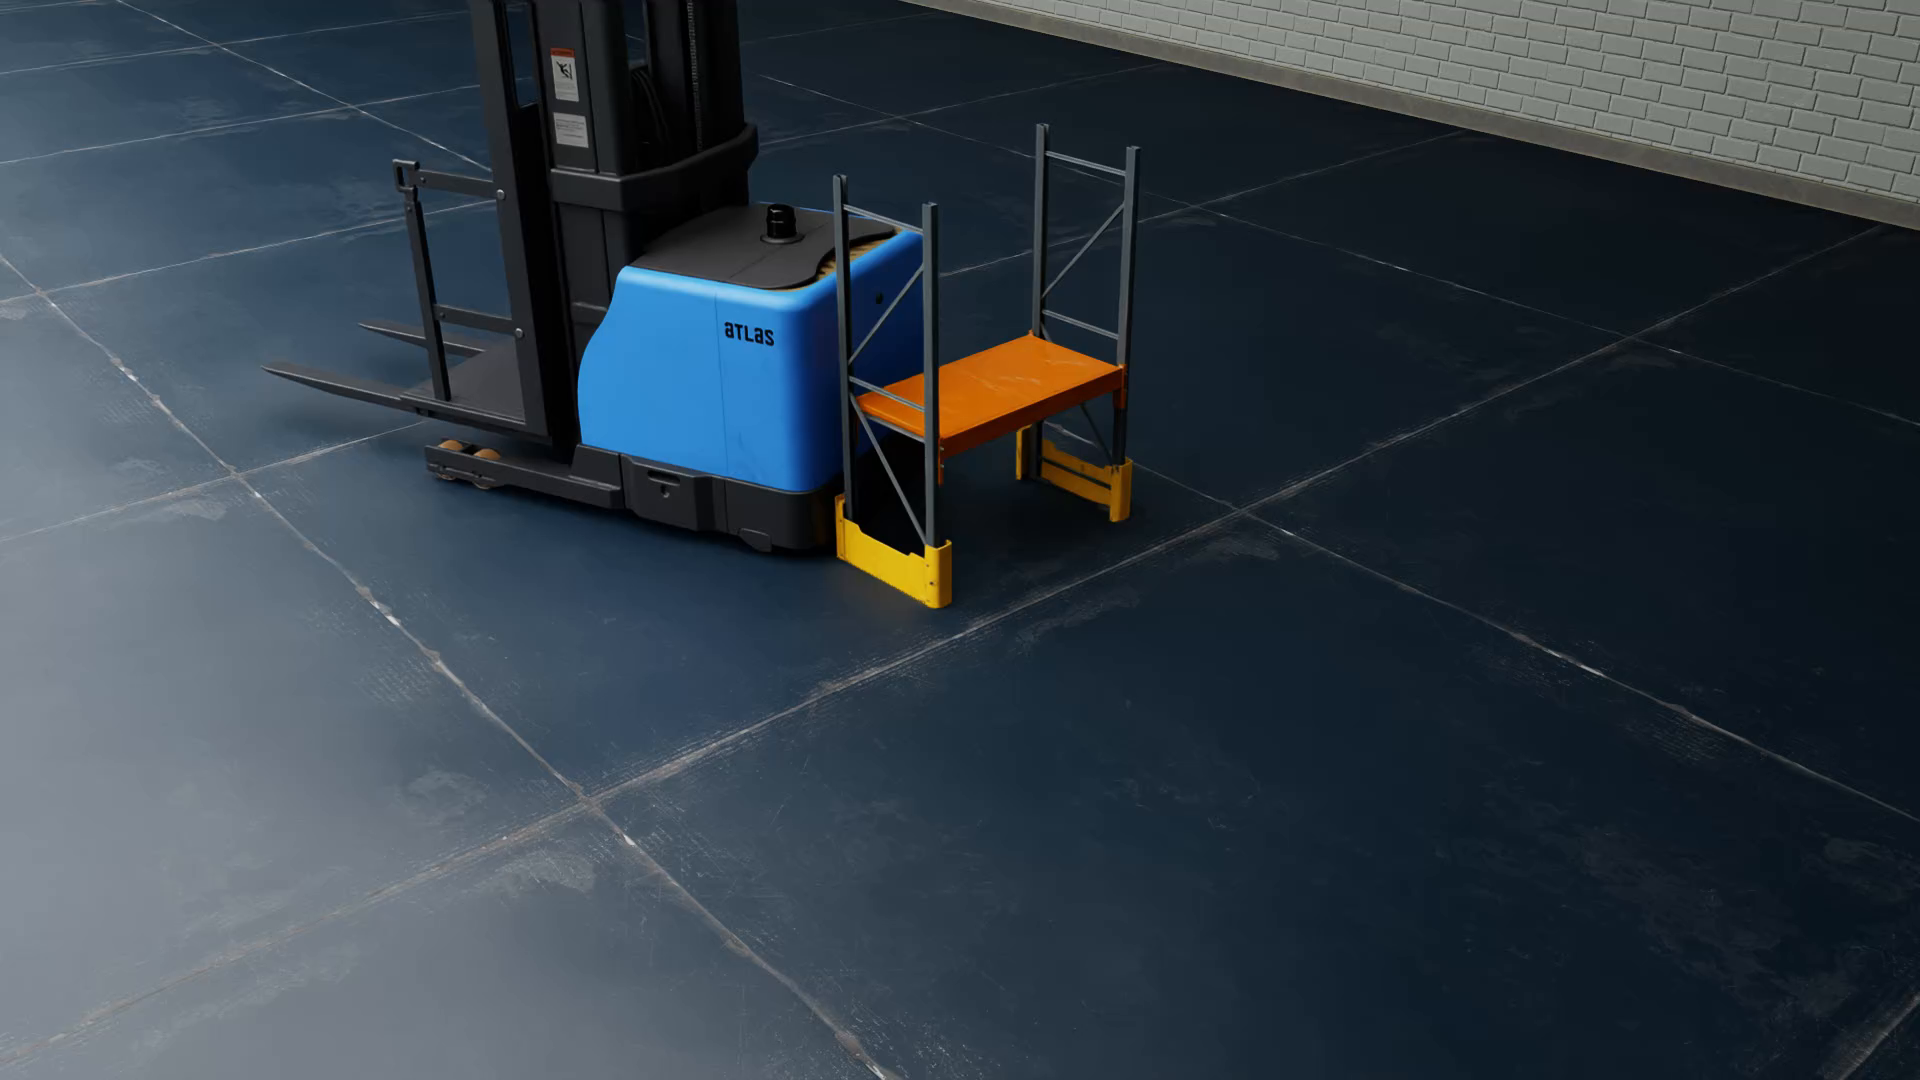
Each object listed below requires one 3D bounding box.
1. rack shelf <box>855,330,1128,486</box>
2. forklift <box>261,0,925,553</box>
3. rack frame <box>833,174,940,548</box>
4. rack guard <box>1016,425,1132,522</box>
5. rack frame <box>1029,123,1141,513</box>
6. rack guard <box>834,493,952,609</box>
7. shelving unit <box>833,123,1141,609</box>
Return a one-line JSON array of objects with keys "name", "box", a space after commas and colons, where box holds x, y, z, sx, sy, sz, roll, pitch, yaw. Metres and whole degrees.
[{"name": "rack shelf", "box": [0.110, -0.524, 6.341, 1.000, 0.185, 0.538, -24, 37, -38]}, {"name": "forklift", "box": [-1.685, -1.712, 6.663, 3.031, 2.935, 1.130, 13, 31, 23]}, {"name": "rack frame", "box": [-0.256, -0.517, 5.945, 0.032, 1.500, 0.500, -24, 37, -38]}, {"name": "rack guard", "box": [0.463, -0.291, 6.849, 0.087, 0.250, 0.587, -24, 37, -38]}, {"name": "rack frame", "box": [0.477, -0.849, 6.567, 0.032, 1.500, 0.500, -24, 37, -38]}, {"name": "rack guard", "box": [-0.255, 0.034, 6.241, 0.087, 0.250, 0.587, -24, 37, -38]}, {"name": "shelving unit", "box": [0.104, -0.680, 6.250, 1.083, 1.500, 0.587, -24, 37, -38]}]
